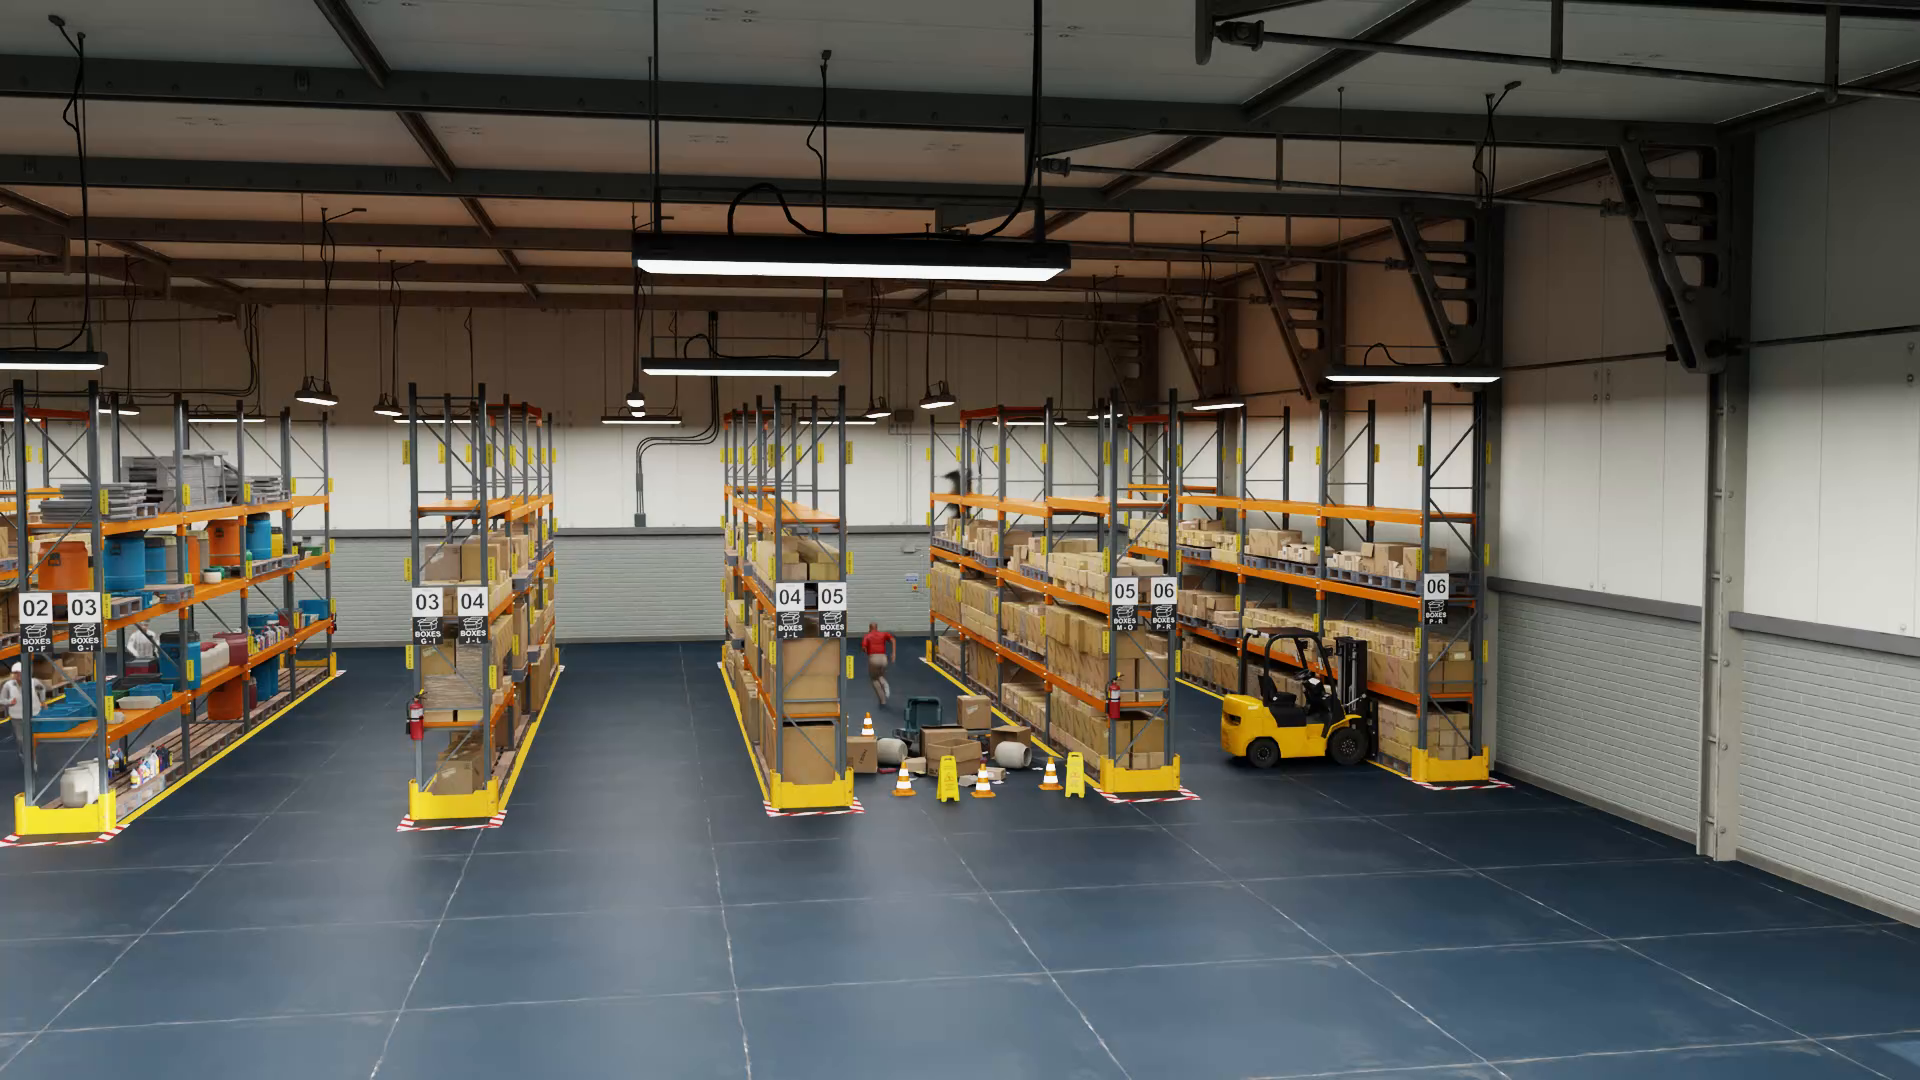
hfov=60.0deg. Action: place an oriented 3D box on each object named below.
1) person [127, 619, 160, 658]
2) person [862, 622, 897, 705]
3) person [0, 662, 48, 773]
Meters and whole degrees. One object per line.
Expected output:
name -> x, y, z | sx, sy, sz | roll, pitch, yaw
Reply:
person -> -16.980, 2.437, 34.602 | 0.614, 1.645, 0.723 | -1, 3, -27
person -> -1.685, 2.482, 33.581 | 0.644, 1.651, 0.728 | -2, 3, -31
person -> -14.898, 2.797, 26.483 | 0.650, 1.747, 0.977 | -1, 3, -21
